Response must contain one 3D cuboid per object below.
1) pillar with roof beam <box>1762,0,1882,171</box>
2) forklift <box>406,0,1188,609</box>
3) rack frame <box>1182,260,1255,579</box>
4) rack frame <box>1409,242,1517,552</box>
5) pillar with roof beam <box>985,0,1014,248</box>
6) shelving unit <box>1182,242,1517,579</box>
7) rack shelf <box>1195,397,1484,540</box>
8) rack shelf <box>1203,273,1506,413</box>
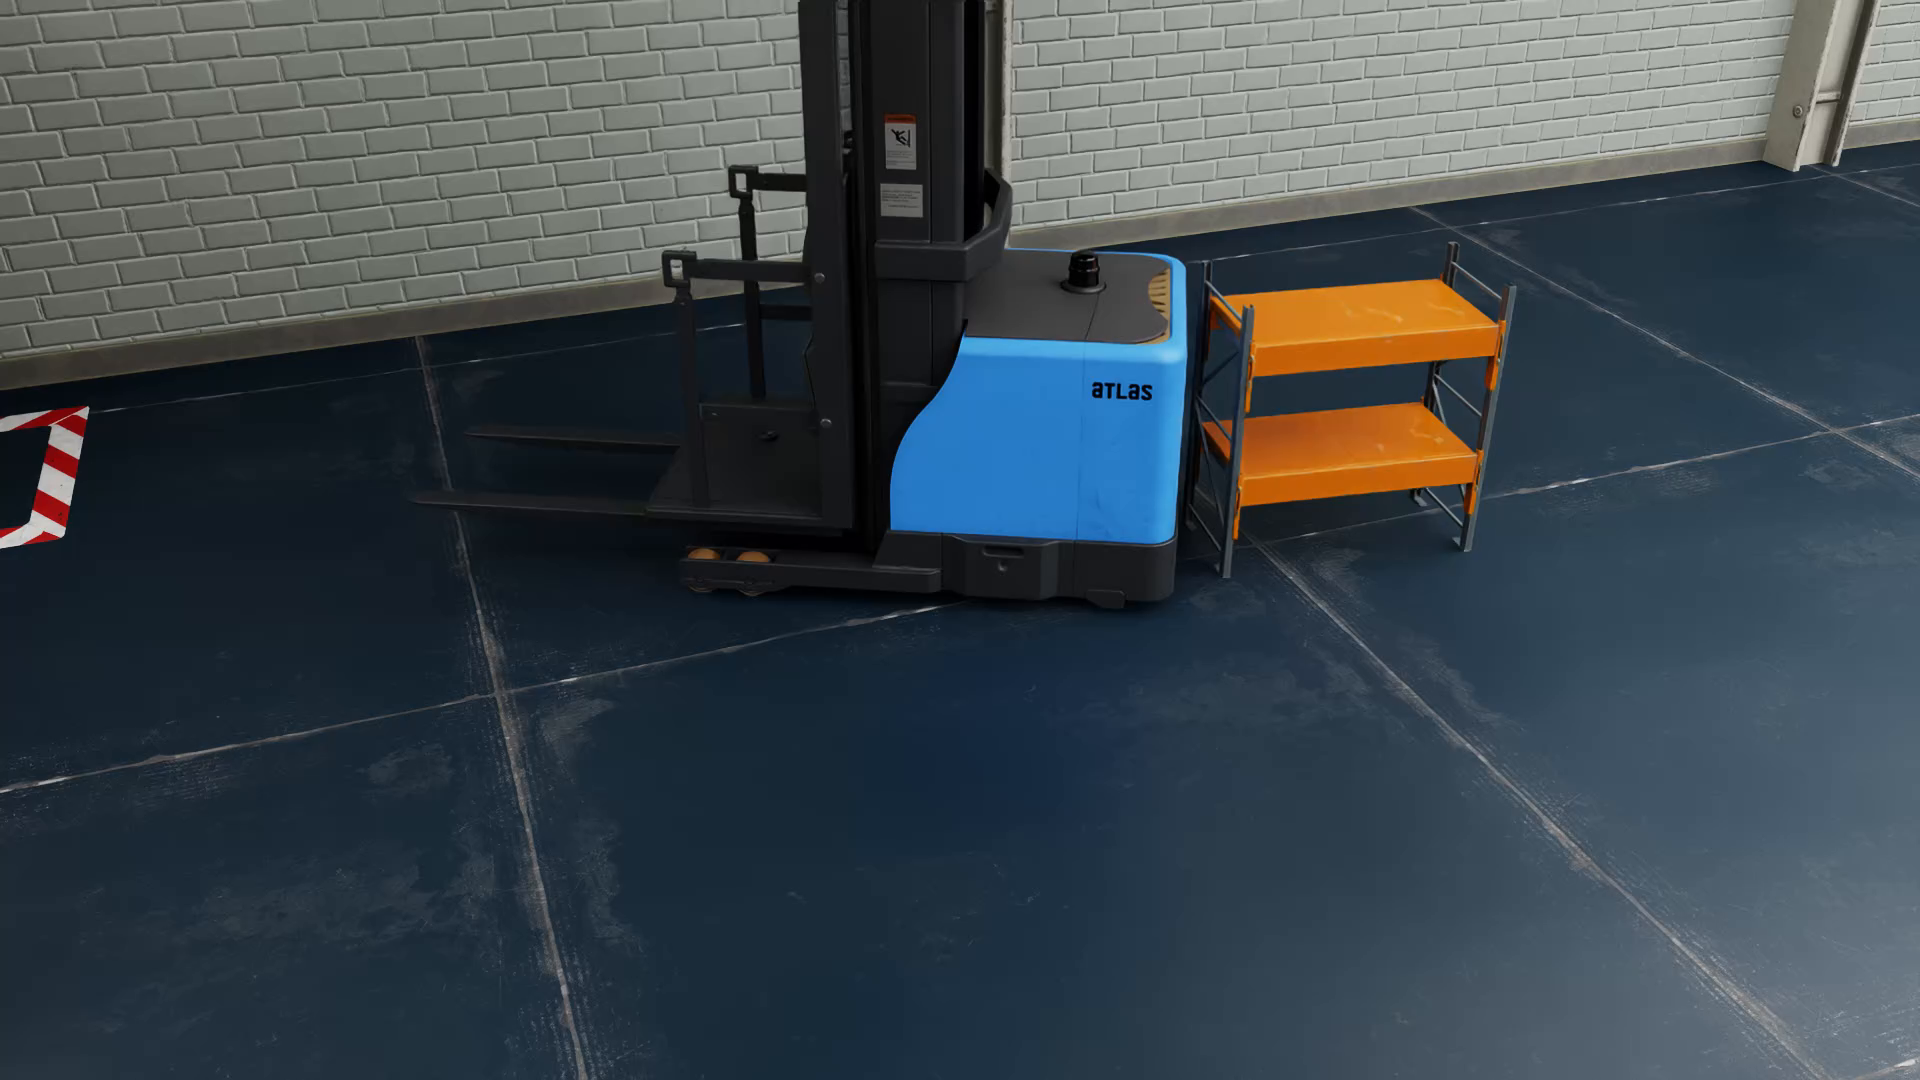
[{"bbox_3d":[7.165,-4.466,5.499,0.400,9.000,9.100,-10,31,-18],"label":"pillar with roof beam"},{"bbox_3d":[-0.651,-1.317,6.101,3.031,2.935,1.130,3,30,6],"label":"forklift"},{"bbox_3d":[0.987,-0.458,6.417,0.032,1.125,0.500,-6,30,-10],"label":"rack frame"},{"bbox_3d":[1.982,-0.561,6.599,0.032,1.125,0.500,-6,30,-10],"label":"rack frame"},{"bbox_3d":[1.541,-3.430,3.681,0.400,9.000,9.100,-10,31,-18],"label":"pillar with roof beam"},{"bbox_3d":[1.485,-0.509,6.508,1.048,1.125,0.538,-6,30,-10],"label":"shelving unit"},{"bbox_3d":[1.485,-0.297,6.629,1.000,0.278,0.538,-6,30,-10],"label":"rack shelf"},{"bbox_3d":[1.485,-0.764,6.363,1.000,0.278,0.538,-6,30,-10],"label":"rack shelf"}]
